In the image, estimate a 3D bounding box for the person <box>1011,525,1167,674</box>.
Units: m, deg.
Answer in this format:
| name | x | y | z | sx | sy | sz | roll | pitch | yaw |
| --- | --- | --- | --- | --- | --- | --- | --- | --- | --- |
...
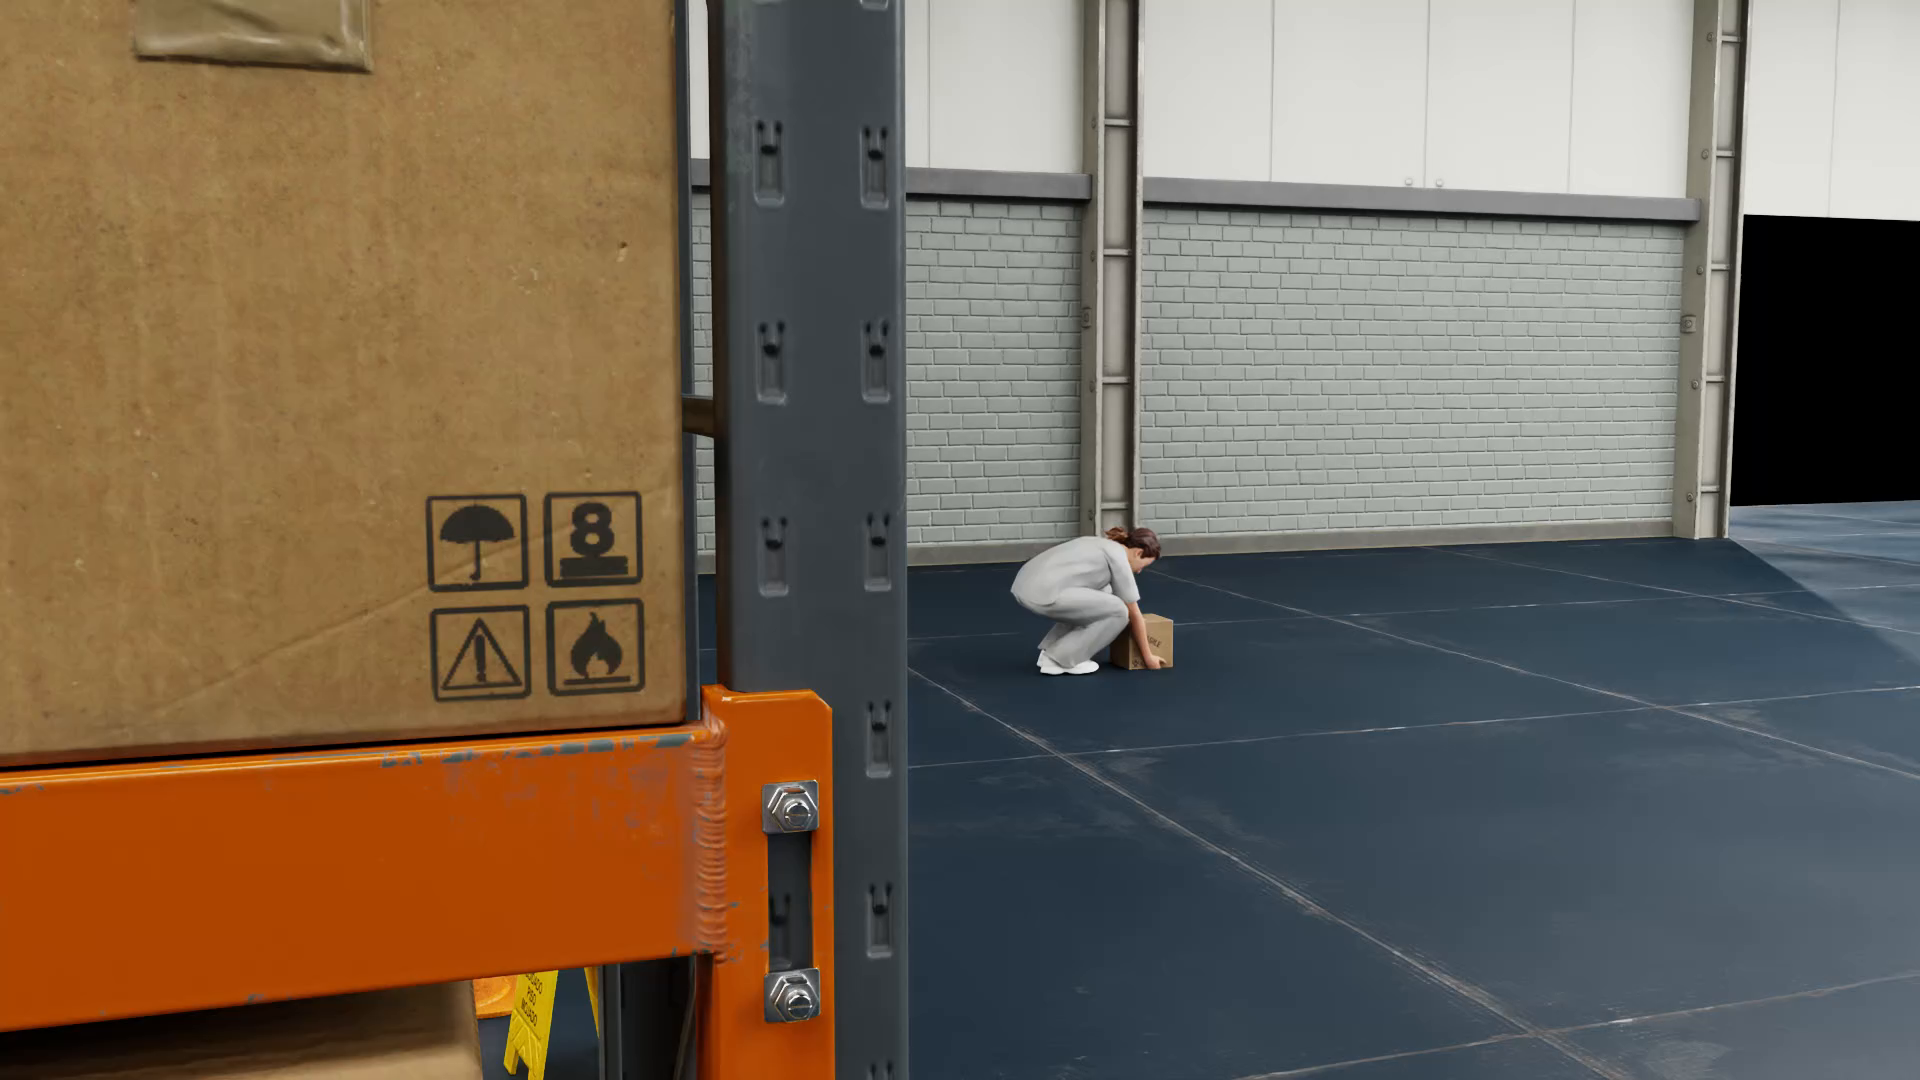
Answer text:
| name | x | y | z | sx | sy | sz | roll | pitch | yaw |
| --- | --- | --- | --- | --- | --- | --- | --- | --- | --- |
| person | 0.675 | 0.329 | 8.663 | 0.839 | 0.810 | 0.458 | -2 | 6 | -20 |
